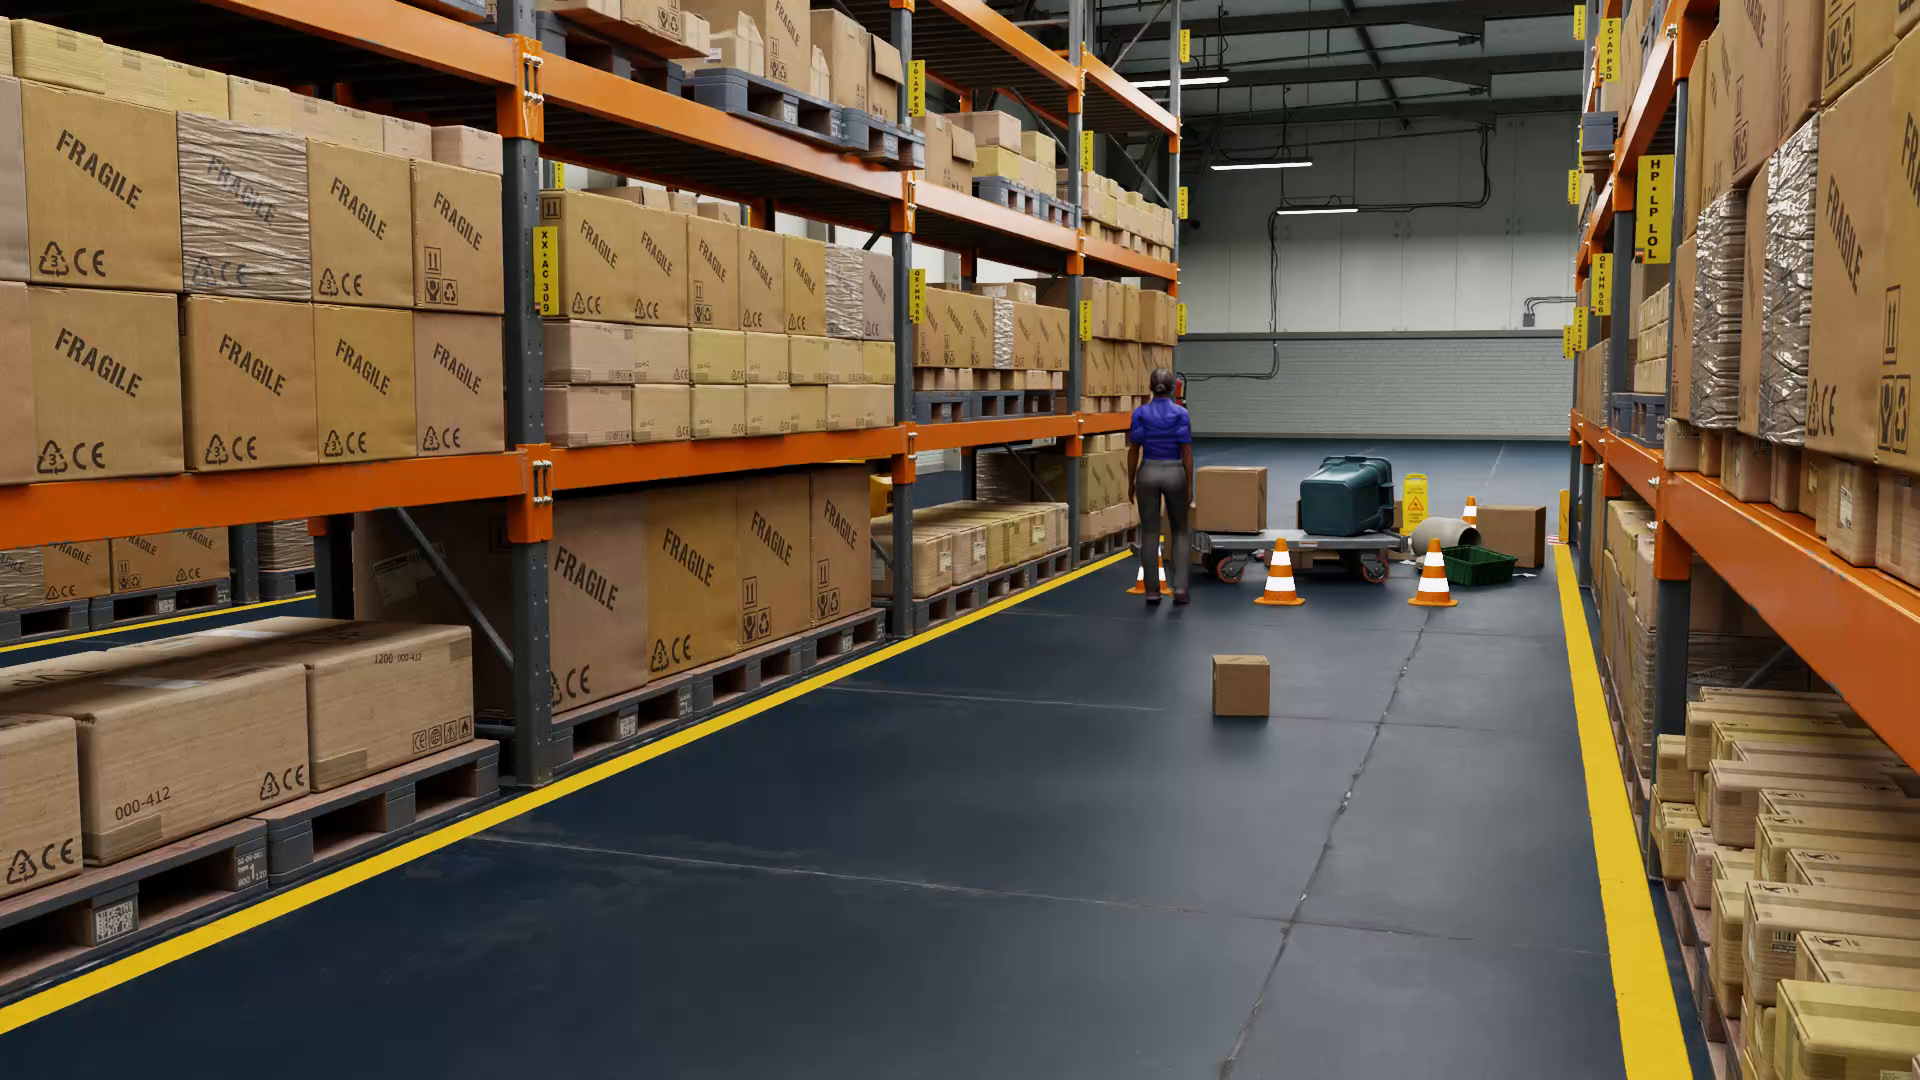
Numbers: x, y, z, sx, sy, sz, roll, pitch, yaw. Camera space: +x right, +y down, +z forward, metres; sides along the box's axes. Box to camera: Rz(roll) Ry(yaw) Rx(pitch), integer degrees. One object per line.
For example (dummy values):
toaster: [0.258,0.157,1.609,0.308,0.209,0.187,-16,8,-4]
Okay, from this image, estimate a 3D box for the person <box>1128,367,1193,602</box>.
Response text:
person: [1.428,-0.363,11.830,0.467,1.722,0.395,1,5,11]
